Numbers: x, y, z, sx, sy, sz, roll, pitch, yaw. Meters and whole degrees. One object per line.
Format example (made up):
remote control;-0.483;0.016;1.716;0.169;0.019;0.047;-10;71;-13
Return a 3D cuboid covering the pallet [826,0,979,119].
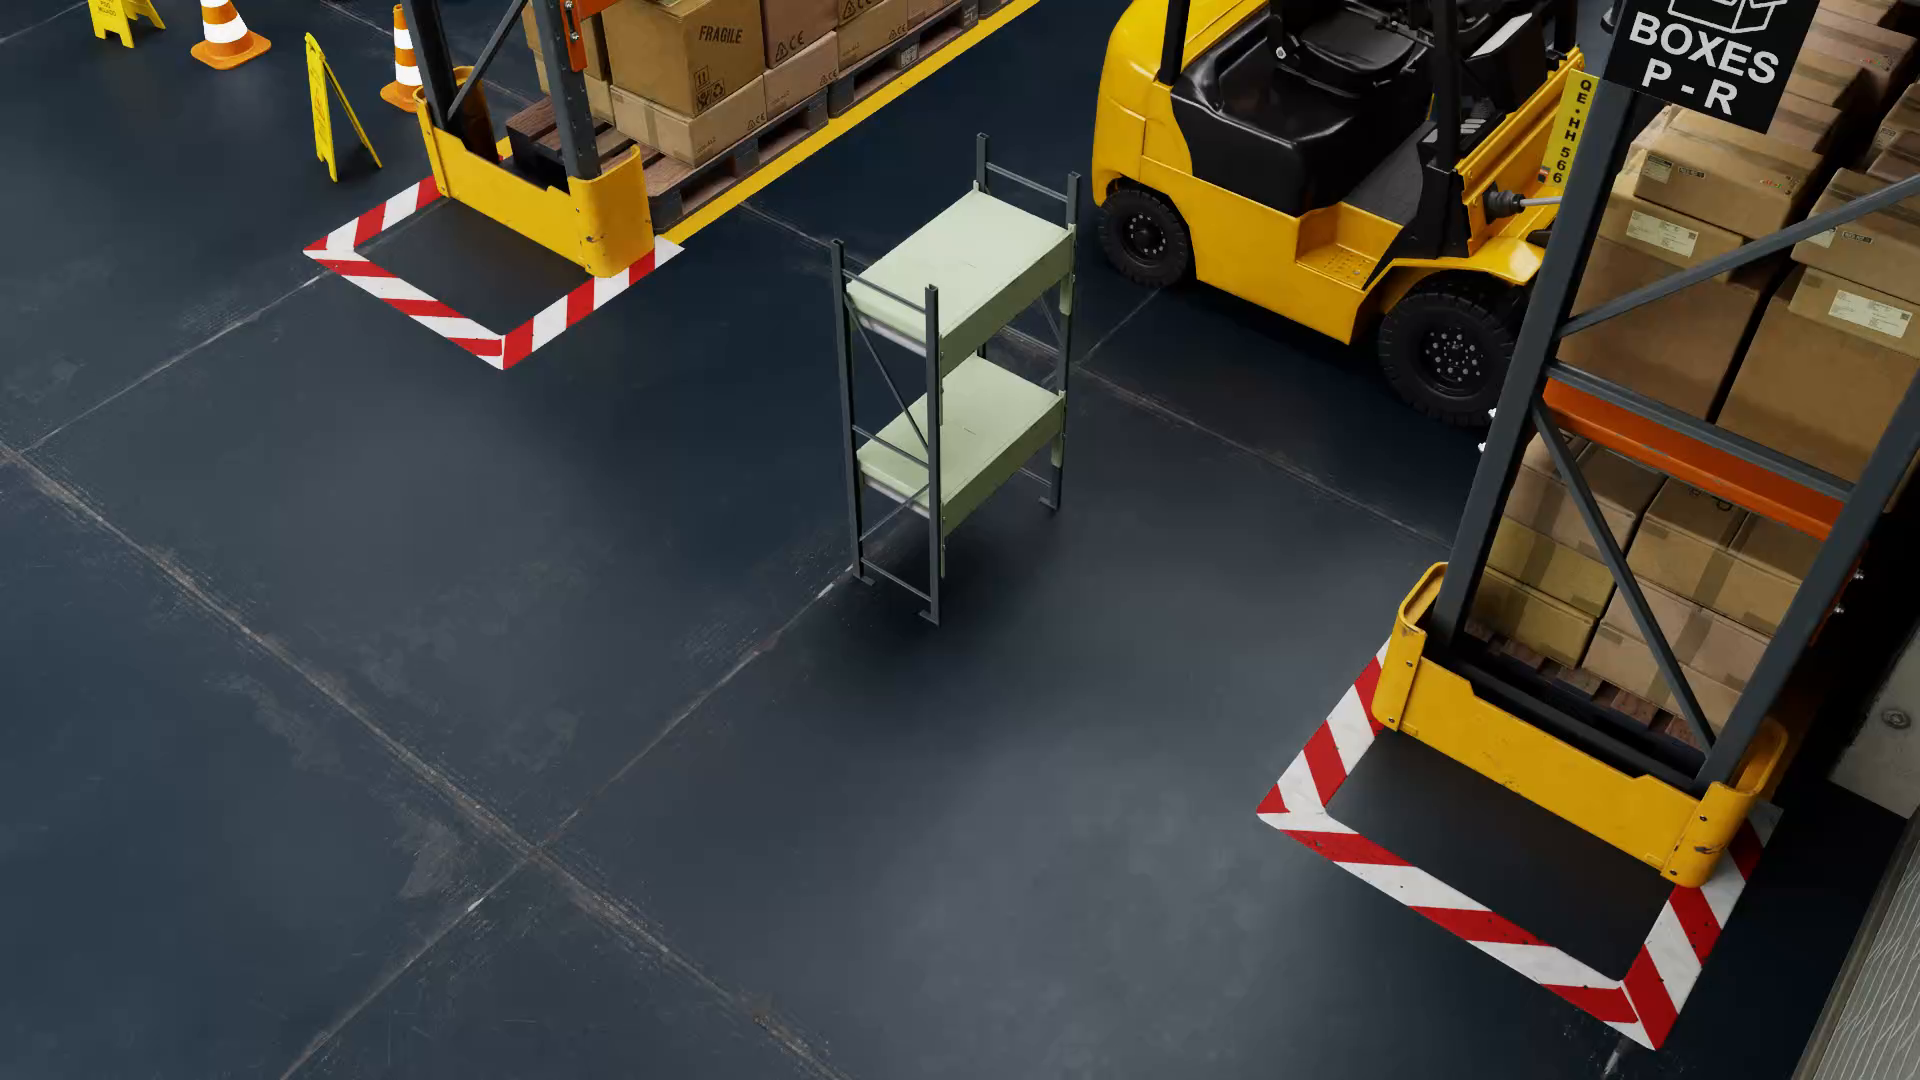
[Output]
pallet;-0.649;-2.714;8.697;1.003;0.211;1.213;29;53;25

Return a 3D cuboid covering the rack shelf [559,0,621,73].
rack shelf;-0.744;-3.385;7.907;1.077;0.370;4.000;29;53;25

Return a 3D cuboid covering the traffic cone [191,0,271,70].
traffic cone;-3.811;-2.726;8.534;0.336;0.463;0.334;29;53;25

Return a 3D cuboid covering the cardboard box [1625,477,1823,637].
cardboard box;2.407;-0.029;5.123;0.500;0.250;0.500;28;53;24

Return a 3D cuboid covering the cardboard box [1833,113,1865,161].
cardboard box;2.454;-1.296;4.895;0.380;0.149;0.250;29;53;25

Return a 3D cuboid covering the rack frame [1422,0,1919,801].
rack frame;1.963;-0.297;4.459;1.000;3.000;0.127;29;53;25

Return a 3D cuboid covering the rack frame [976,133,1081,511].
rack frame;0.220;-0.724;5.904;0.400;1.500;0.023;29;53;25

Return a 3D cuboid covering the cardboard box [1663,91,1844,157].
cardboard box;2.142;-1.111;4.514;0.380;0.149;0.250;29;53;25

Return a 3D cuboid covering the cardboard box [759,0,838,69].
cardboard box;-0.924;-2.598;7.750;0.500;0.500;0.500;27;52;24

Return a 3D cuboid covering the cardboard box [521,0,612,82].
cardboard box;-1.683;-2.517;7.673;0.500;0.500;0.500;30;53;25

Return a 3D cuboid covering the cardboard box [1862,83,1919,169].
cardboard box;2.675;-1.048;4.454;0.380;0.149;0.250;30;53;26

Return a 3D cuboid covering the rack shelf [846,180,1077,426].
rack shelf;-0.004;-0.784;5.422;0.431;0.370;0.720;29;53;25

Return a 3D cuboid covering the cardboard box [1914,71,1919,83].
cardboard box;2.979;-1.345;4.737;0.380;0.149;0.250;31;54;26

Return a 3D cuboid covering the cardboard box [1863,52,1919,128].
cardboard box;2.694;-1.315;5.363;0.500;0.500;0.500;28;53;24

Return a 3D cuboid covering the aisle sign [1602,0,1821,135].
aisle sign;1.691;-1.287;3.608;0.394;0.787;0.004;29;53;25

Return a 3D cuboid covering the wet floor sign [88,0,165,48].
wet floor sign;-4.396;-2.915;8.588;0.267;0.644;0.232;21;50;19

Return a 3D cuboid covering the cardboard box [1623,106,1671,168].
cardboard box;2.086;-1.037;4.649;0.380;0.149;0.250;30;53;26

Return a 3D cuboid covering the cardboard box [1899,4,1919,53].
cardboard box;2.943;-1.726;5.306;0.380;0.149;0.250;29;53;25

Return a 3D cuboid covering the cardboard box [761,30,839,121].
cardboard box;-0.937;-2.313;7.996;0.500;0.250;0.500;31;54;26

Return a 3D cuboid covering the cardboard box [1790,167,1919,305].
cardboard box;2.338;-0.756;4.175;0.380;0.149;0.250;28;53;24

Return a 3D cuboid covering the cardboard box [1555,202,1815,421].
cardboard box;2.057;-0.729;4.803;0.500;0.500;0.500;28;52;24

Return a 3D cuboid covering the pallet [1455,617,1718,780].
pallet;2.398;0.210;5.903;1.003;0.211;1.213;29;53;25

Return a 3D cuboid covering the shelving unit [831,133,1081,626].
shelving unit;-0.004;-0.514;5.704;0.431;1.500;0.755;29;53;25

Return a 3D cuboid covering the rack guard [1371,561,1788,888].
rack guard;1.949;0.580;5.350;1.175;0.500;0.348;29;53;25

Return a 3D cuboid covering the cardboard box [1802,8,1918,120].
cardboard box;2.492;-1.383;4.773;0.380;0.149;0.250;30;53;25

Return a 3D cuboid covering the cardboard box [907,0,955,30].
cardboard box;-0.302;-2.918;8.575;0.500;0.250;0.500;30;53;26

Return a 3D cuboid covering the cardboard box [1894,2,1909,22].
cardboard box;2.717;-1.731;5.106;0.380;0.149;0.250;30;53;26

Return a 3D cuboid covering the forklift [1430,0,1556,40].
forklift;2.689;-4.008;8.052;1.130;2.935;3.031;29;53;25

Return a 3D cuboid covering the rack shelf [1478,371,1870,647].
rack shelf;3.186;-1.193;5.813;1.077;0.370;4.000;29;53;25

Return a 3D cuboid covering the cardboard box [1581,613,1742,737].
cardboard box;2.418;0.313;5.488;0.500;0.250;0.500;29;53;25

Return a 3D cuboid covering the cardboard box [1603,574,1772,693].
cardboard box;2.415;0.158;5.290;0.500;0.250;0.500;30;53;26

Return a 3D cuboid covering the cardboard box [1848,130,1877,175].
cardboard box;2.637;-0.947;4.562;0.380;0.149;0.250;28;53;24
